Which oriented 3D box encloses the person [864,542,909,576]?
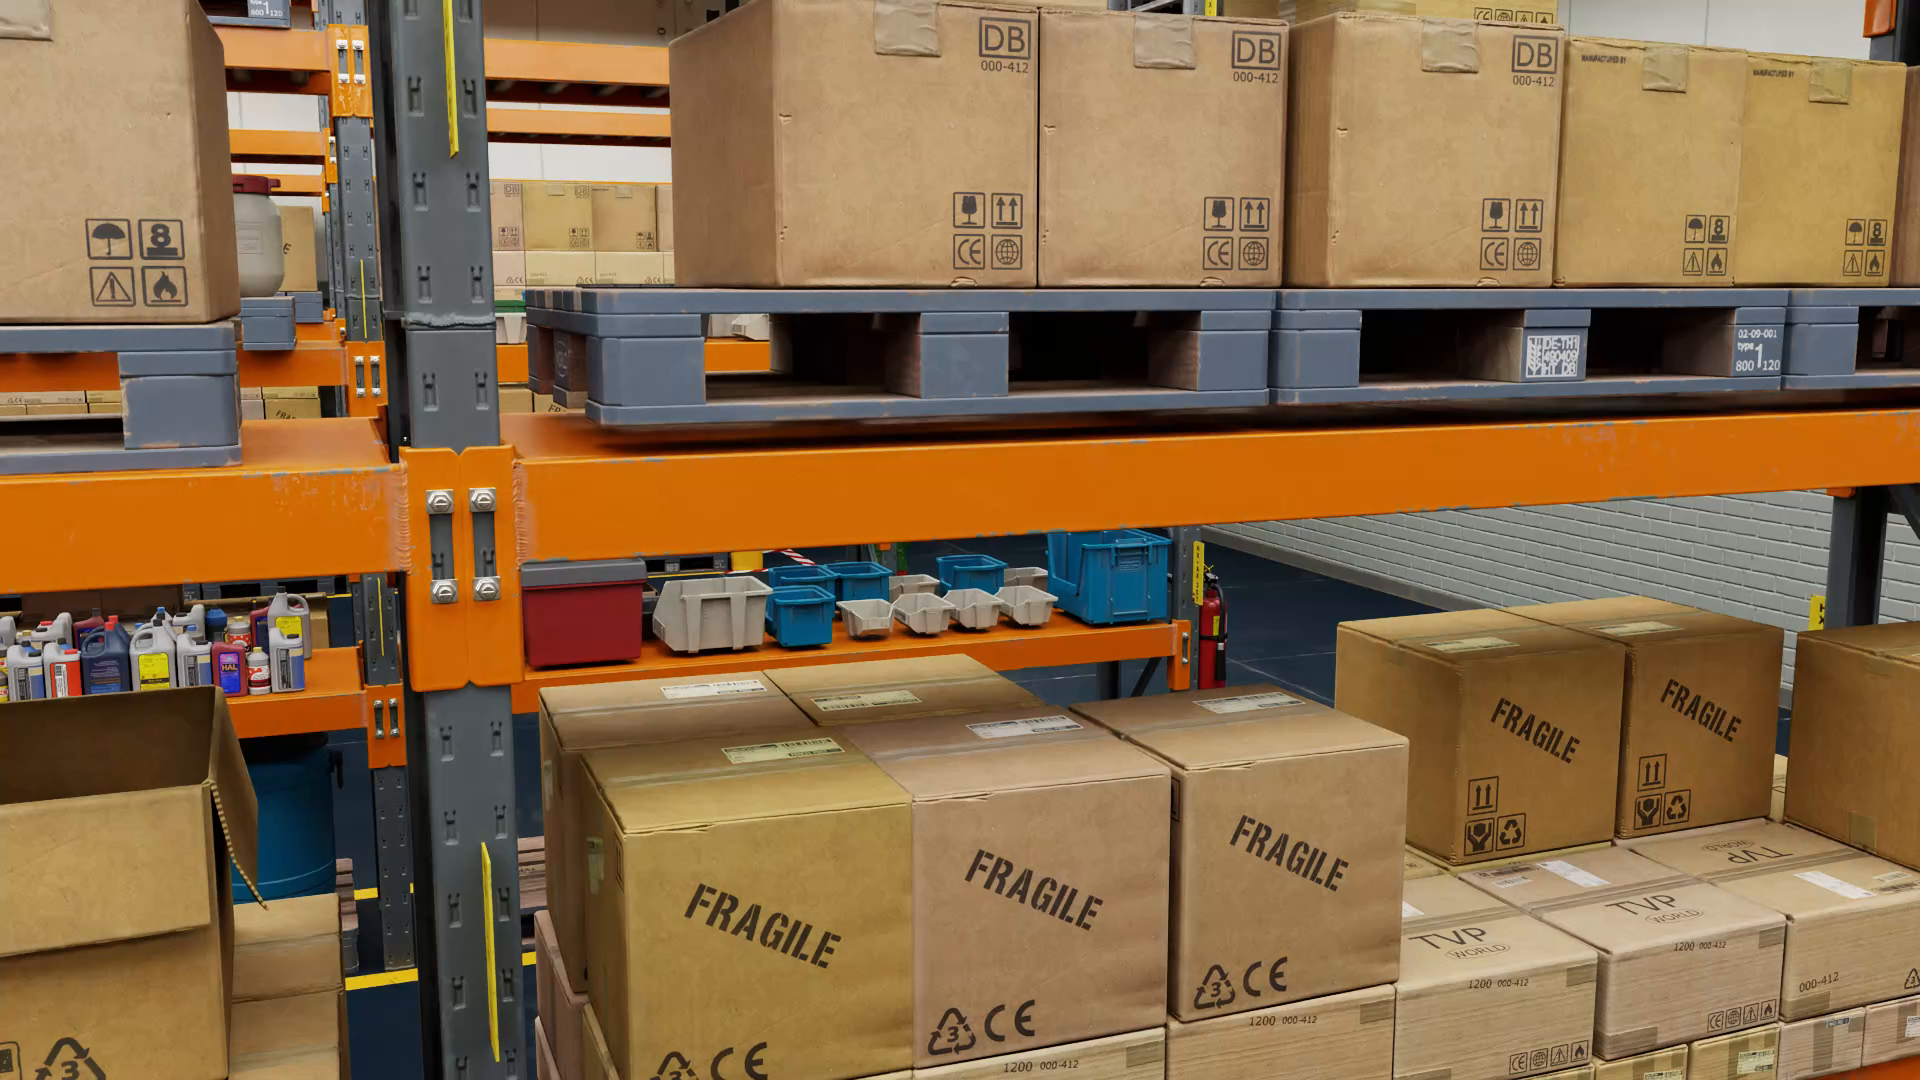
[{"bbox_3d":[-0.706,-0.226,15.777,0.528,1.776,0.358,-3,9,-20],"label":"person"}]
